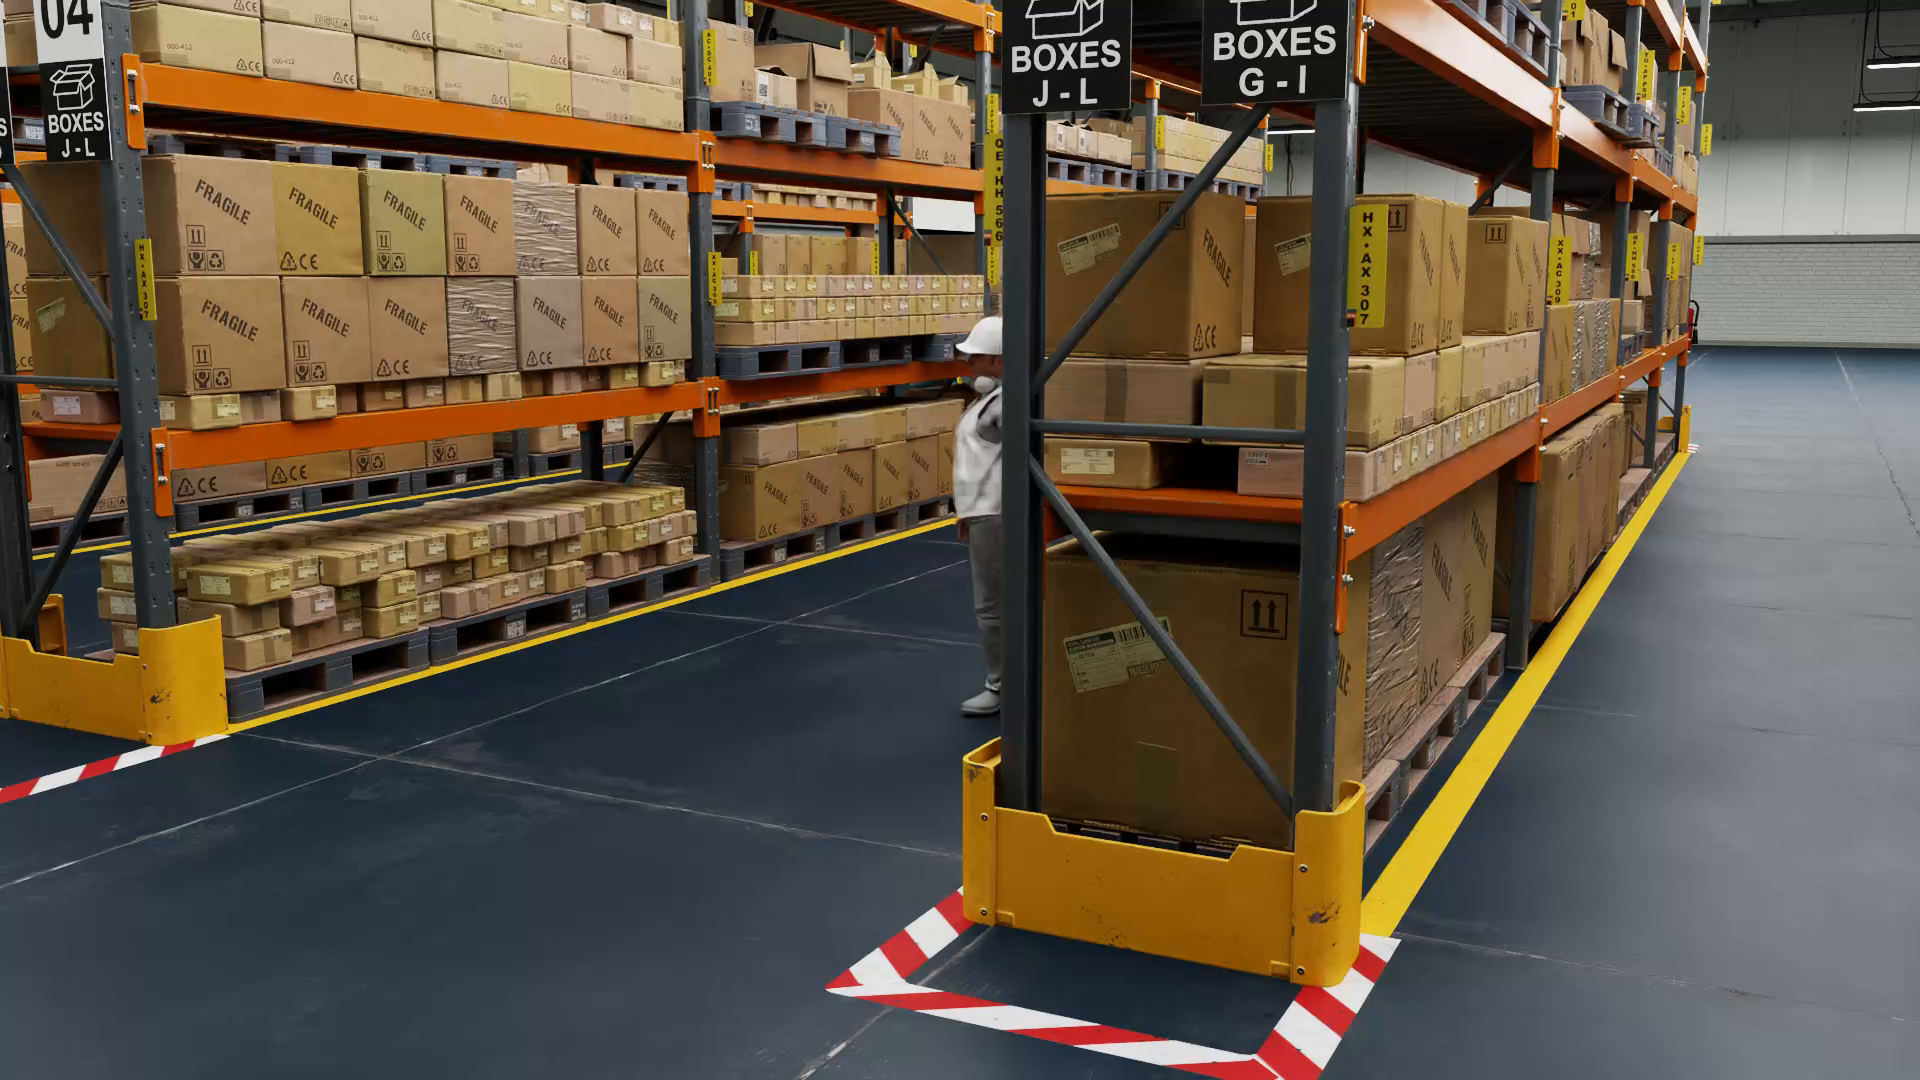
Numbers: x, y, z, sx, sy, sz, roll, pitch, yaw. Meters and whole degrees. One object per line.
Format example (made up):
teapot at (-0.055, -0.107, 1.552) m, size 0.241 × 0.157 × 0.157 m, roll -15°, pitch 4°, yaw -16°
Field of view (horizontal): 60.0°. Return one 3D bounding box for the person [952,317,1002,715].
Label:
person at (0.205, -0.131, 7.588) m, size 0.491 × 1.766 × 0.709 m, roll 0°, pitch 9°, yaw -2°
